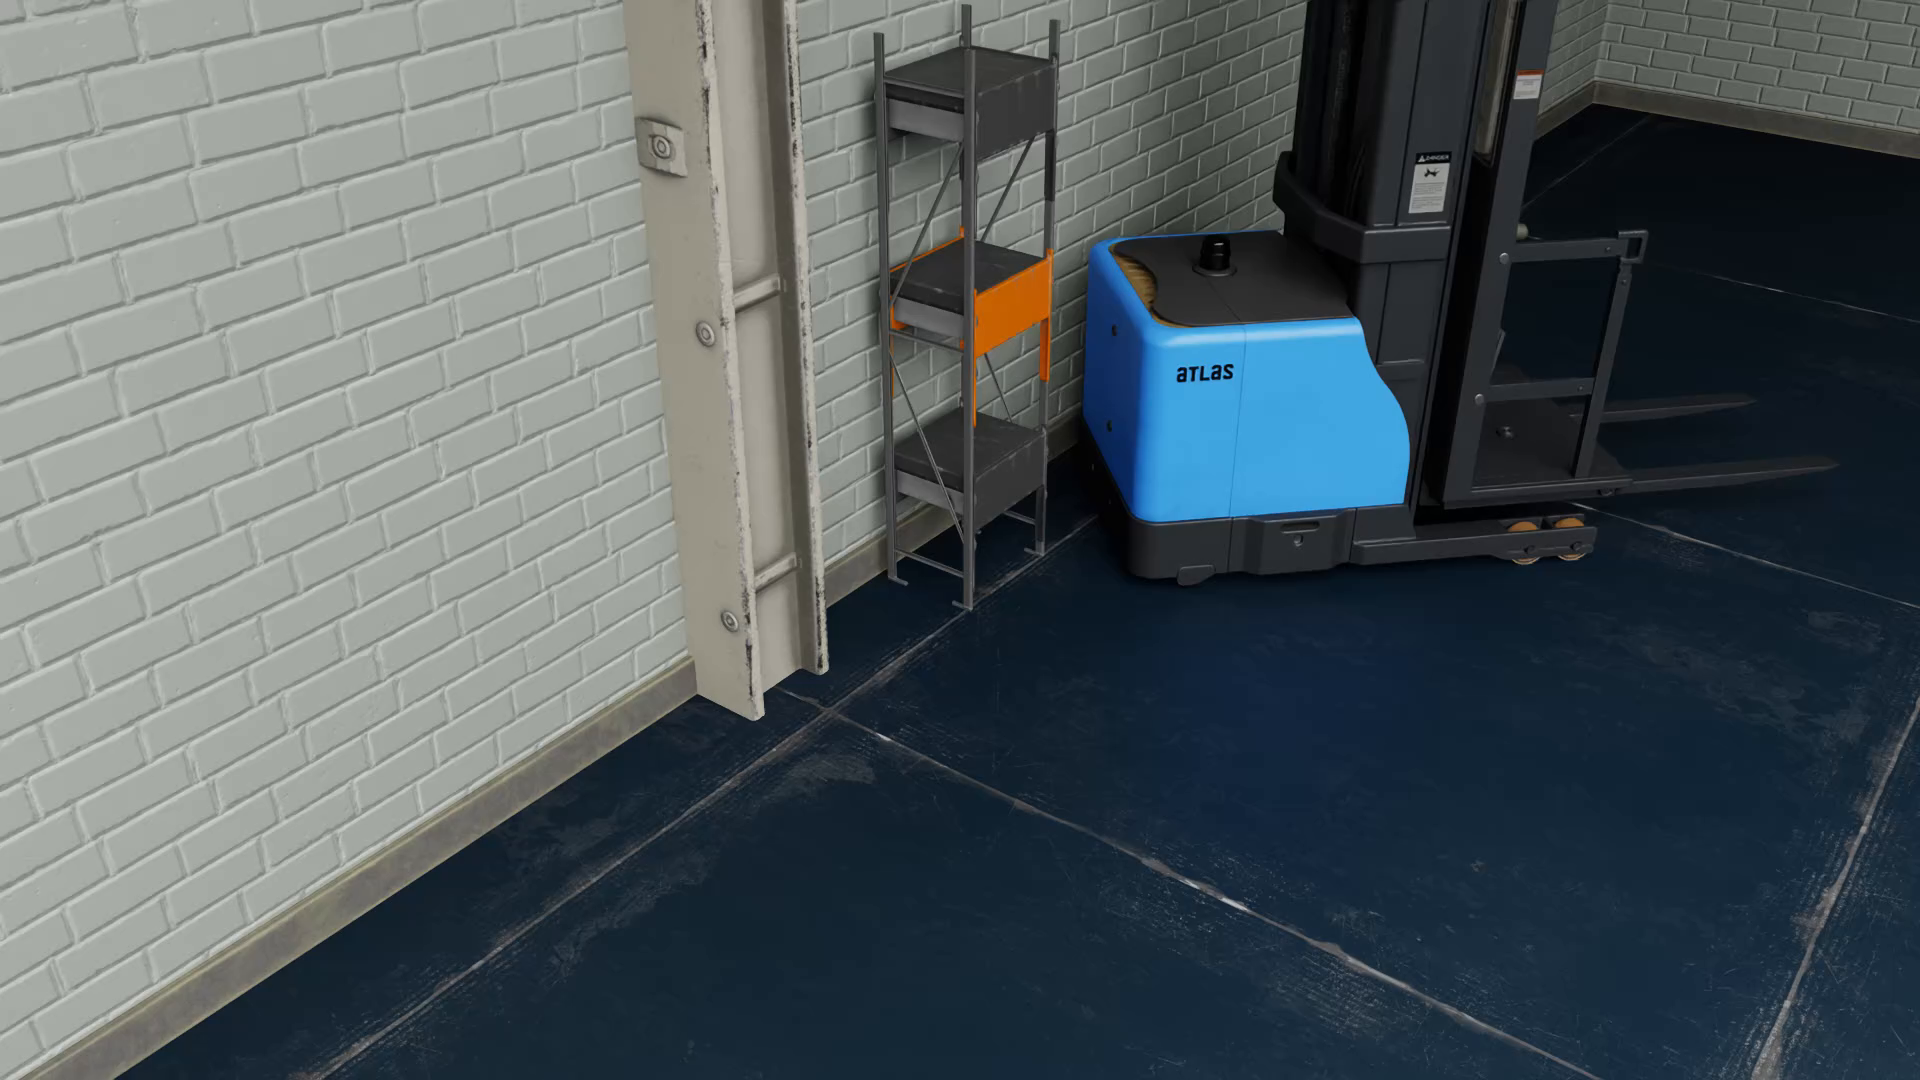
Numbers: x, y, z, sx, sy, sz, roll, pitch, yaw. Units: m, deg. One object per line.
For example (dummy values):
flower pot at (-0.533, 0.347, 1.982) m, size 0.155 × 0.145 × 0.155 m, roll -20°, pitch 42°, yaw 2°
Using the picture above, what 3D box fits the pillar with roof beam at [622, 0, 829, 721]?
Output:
pillar with roof beam at (2.725, -2.052, 1.386) m, size 9.100 × 9.000 × 0.400 m, roll 21°, pitch 37°, yaw 31°

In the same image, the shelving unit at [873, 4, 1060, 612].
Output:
shelving unit at (0.027, -0.795, 6.031) m, size 0.431 × 2.100 × 0.503 m, roll 20°, pitch 36°, yaw 30°

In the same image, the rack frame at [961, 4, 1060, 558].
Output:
rack frame at (0.171, -0.895, 6.201) m, size 0.400 × 2.100 × 0.015 m, roll 20°, pitch 36°, yaw 30°

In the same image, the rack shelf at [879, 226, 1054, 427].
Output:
rack shelf at (0.027, -0.783, 6.038) m, size 0.431 × 0.518 × 0.480 m, roll 20°, pitch 36°, yaw 30°

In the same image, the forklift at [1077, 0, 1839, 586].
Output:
forklift at (2.068, -1.426, 6.282) m, size 3.031 × 2.935 × 1.130 m, roll -5°, pitch 31°, yaw -8°

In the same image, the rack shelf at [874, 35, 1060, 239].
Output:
rack shelf at (0.027, -1.385, 5.682) m, size 0.431 × 0.518 × 0.480 m, roll 20°, pitch 36°, yaw 30°

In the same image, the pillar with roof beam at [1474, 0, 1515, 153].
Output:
pillar with roof beam at (6.346, -4.491, 5.501) m, size 9.100 × 9.000 × 0.400 m, roll 21°, pitch 37°, yaw 31°

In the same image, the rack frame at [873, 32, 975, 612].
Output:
rack frame at (-0.117, -0.694, 5.862) m, size 0.400 × 2.100 × 0.015 m, roll 20°, pitch 36°, yaw 30°

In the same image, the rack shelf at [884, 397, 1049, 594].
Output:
rack shelf at (0.027, -0.181, 6.395) m, size 0.431 × 0.518 × 0.480 m, roll 20°, pitch 36°, yaw 30°
